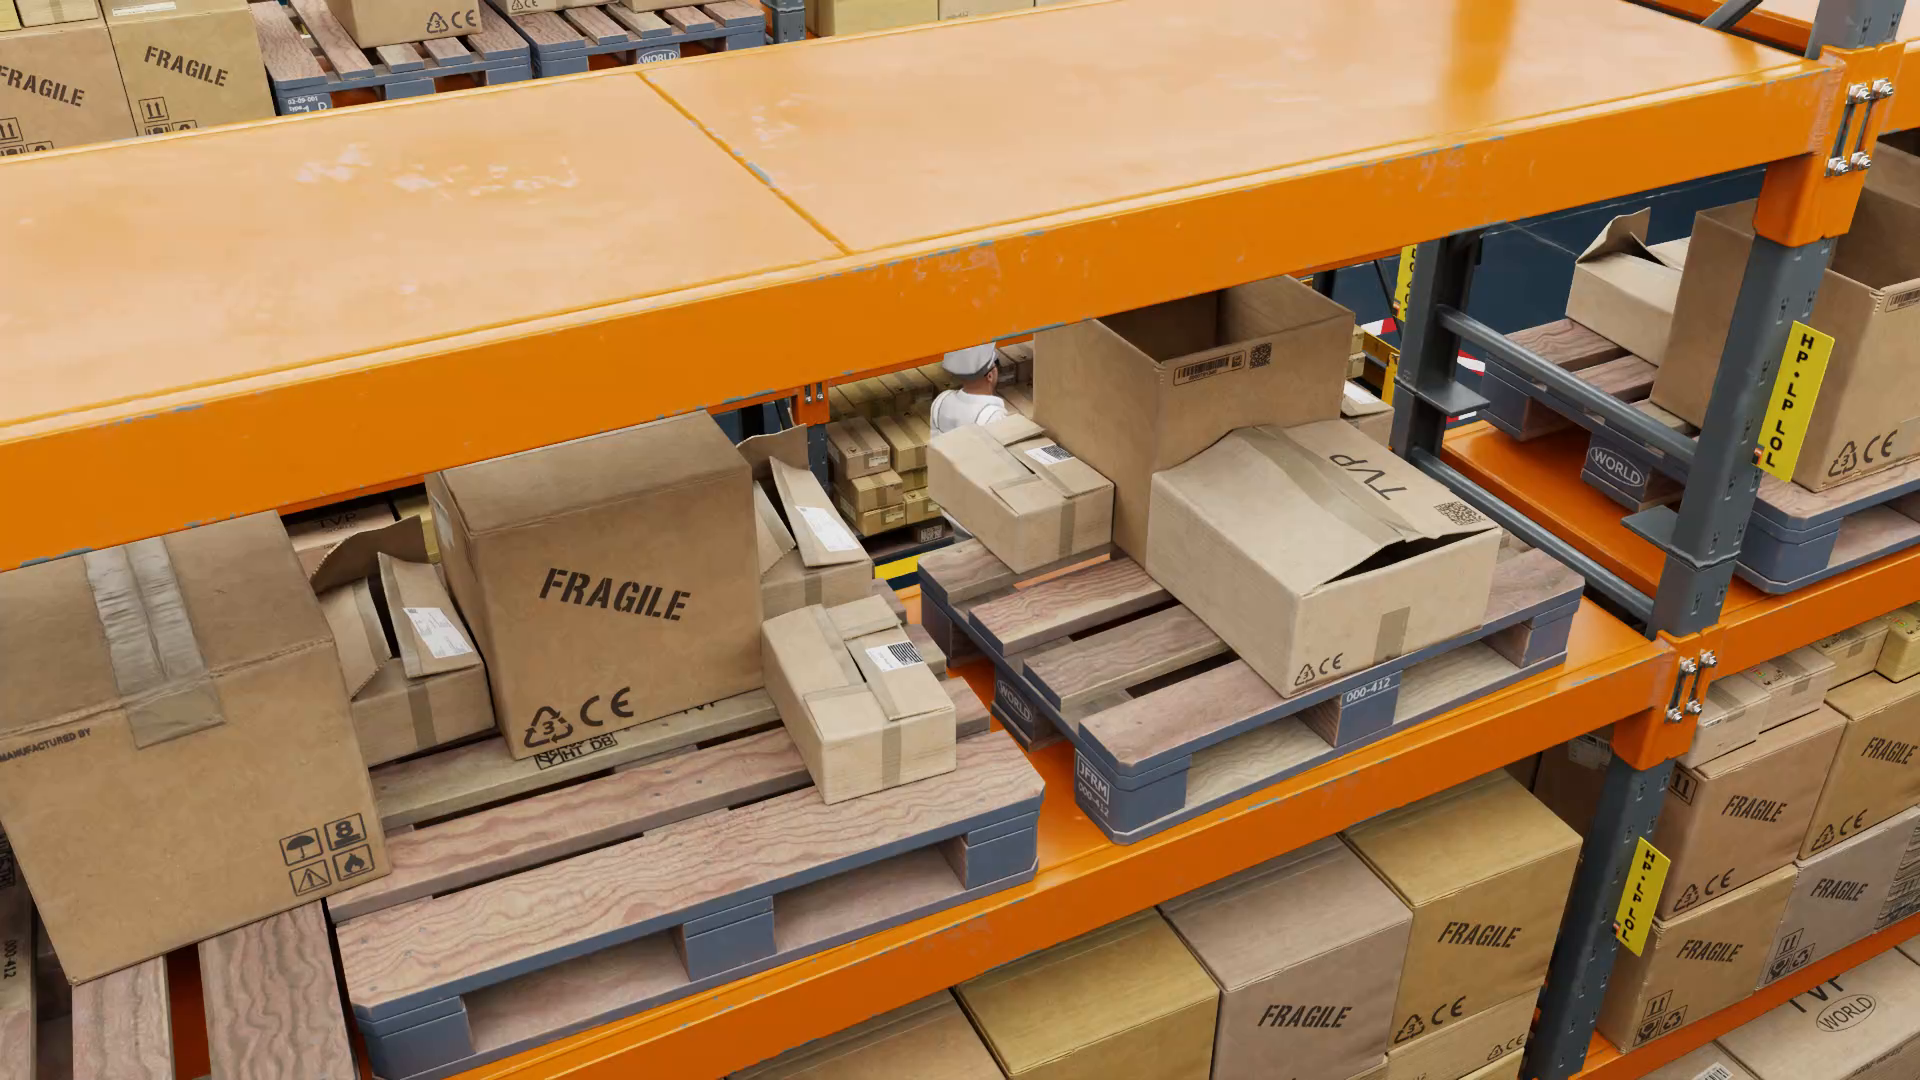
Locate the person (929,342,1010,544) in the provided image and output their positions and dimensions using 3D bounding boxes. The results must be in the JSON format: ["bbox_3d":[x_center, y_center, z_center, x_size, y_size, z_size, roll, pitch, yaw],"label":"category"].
[{"bbox_3d":[0.199,-0.172,7.833,0.575,1.781,0.640,-25,41,-34],"label":"person"}]
